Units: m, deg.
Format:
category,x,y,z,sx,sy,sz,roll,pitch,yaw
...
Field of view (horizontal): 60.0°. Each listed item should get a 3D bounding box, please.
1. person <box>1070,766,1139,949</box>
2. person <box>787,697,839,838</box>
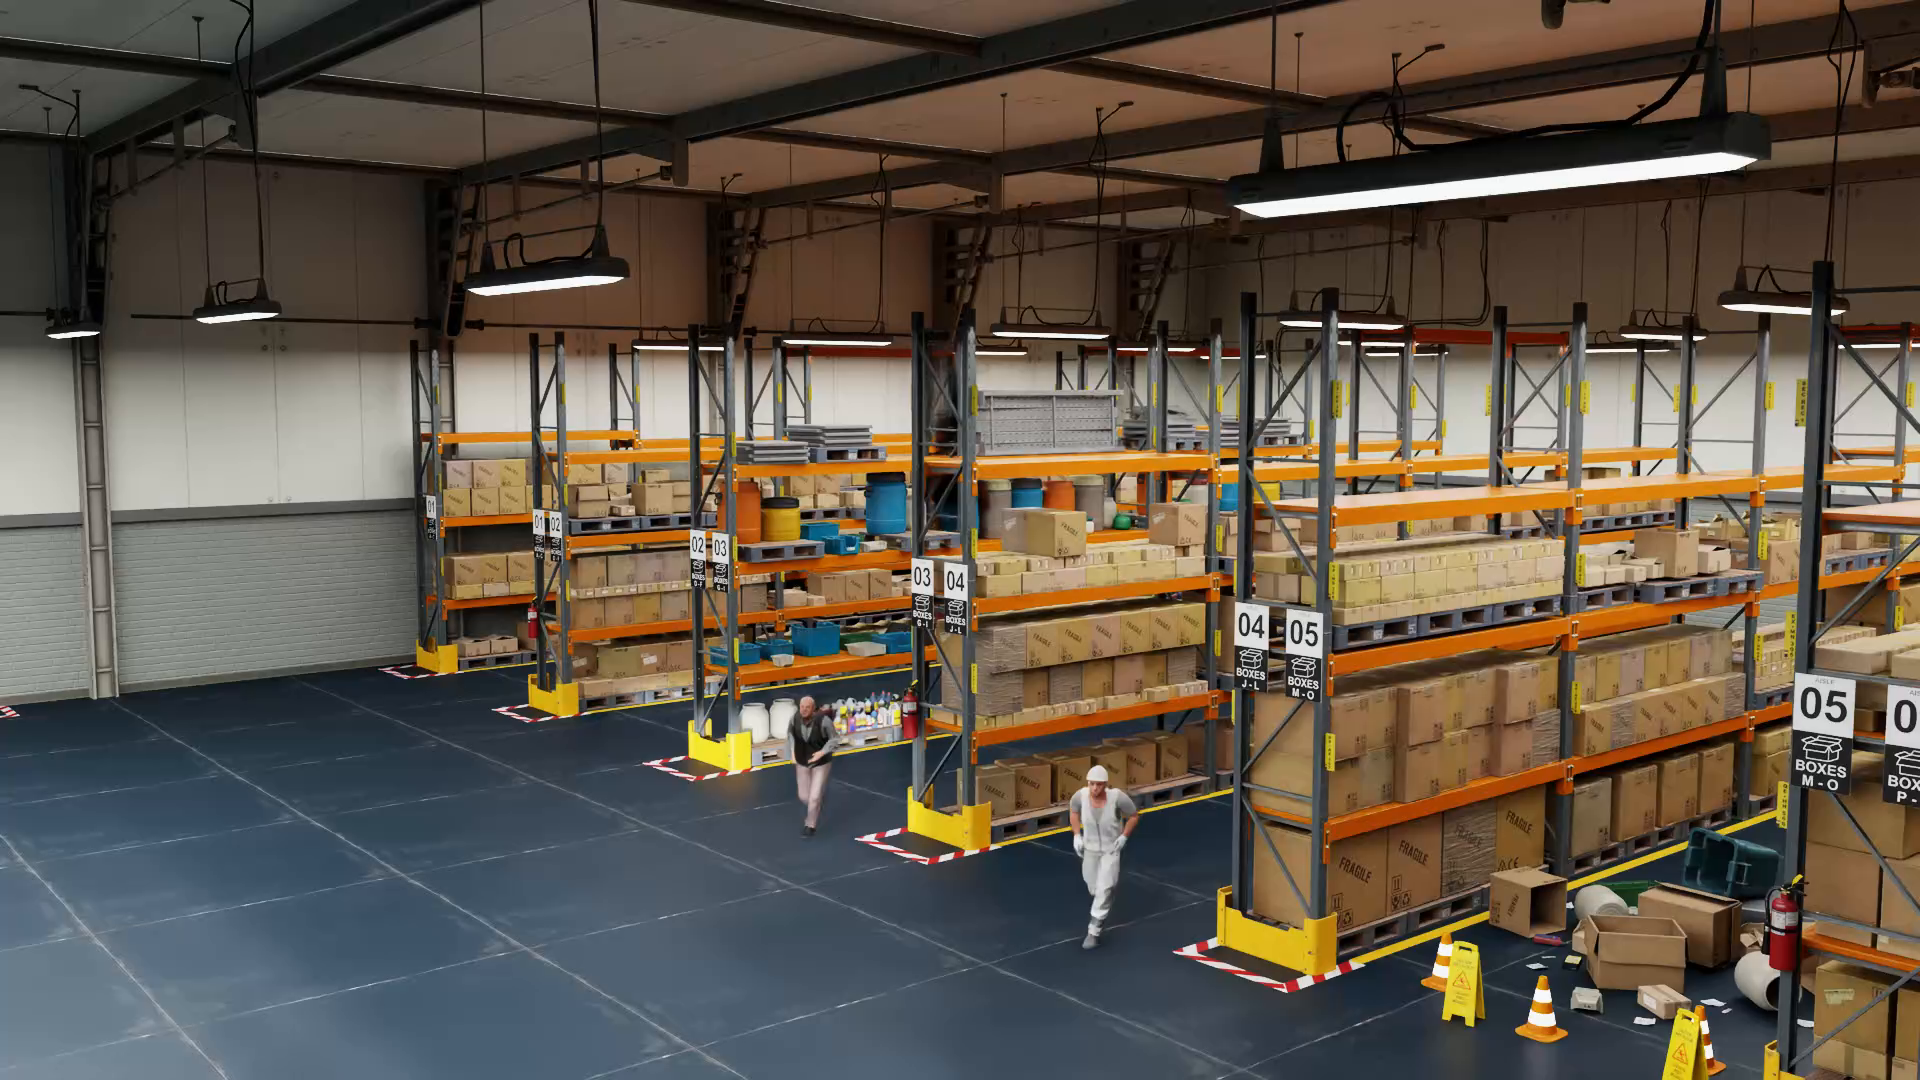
category,x,y,z,sx,sy,sz,roll,pitch,yaw
person,1.354,2.897,15.552,0.660,1.721,0.930,1,5,14
person,-1.689,2.586,19.221,0.653,1.659,0.767,1,5,9
